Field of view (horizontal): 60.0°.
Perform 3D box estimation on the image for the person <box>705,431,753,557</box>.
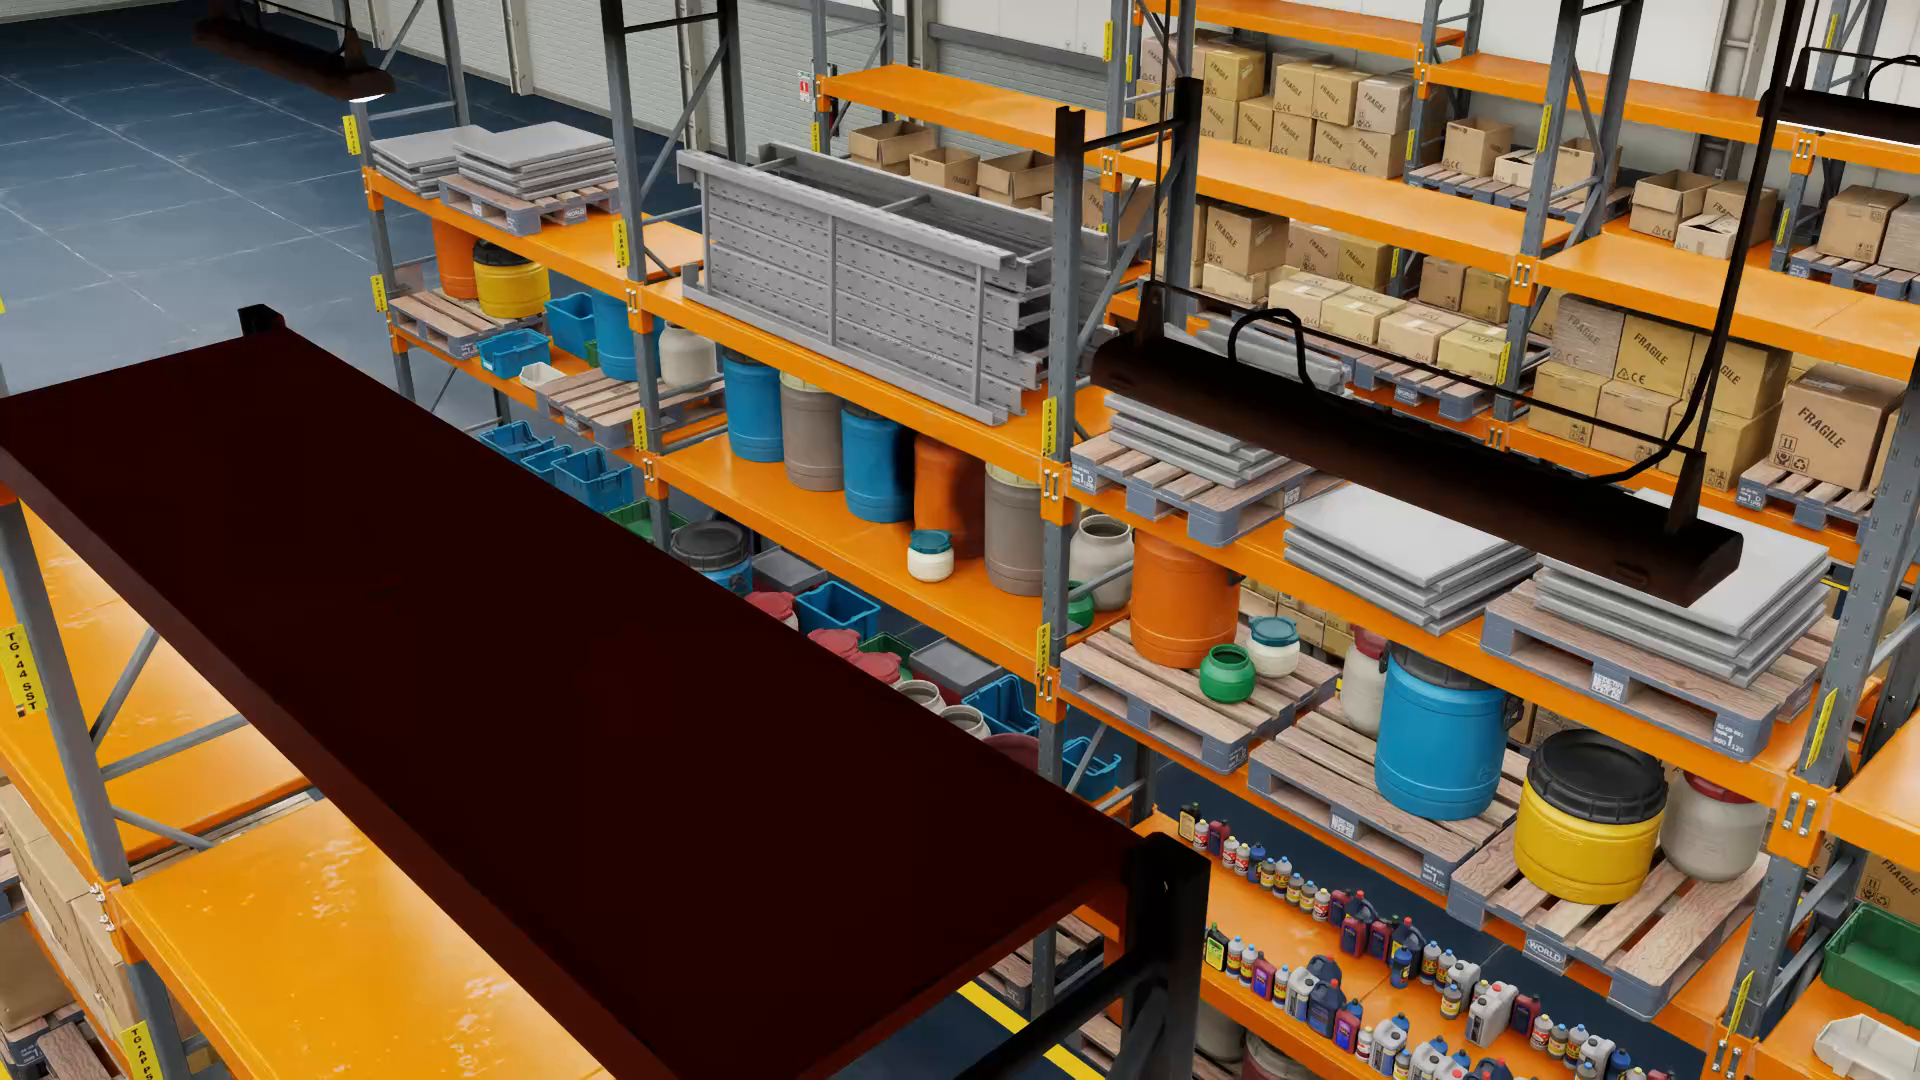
[{"bbox_3d":[-2.280,-0.561,16.186,0.346,1.657,0.567,-23,36,-36],"label":"person"}]
